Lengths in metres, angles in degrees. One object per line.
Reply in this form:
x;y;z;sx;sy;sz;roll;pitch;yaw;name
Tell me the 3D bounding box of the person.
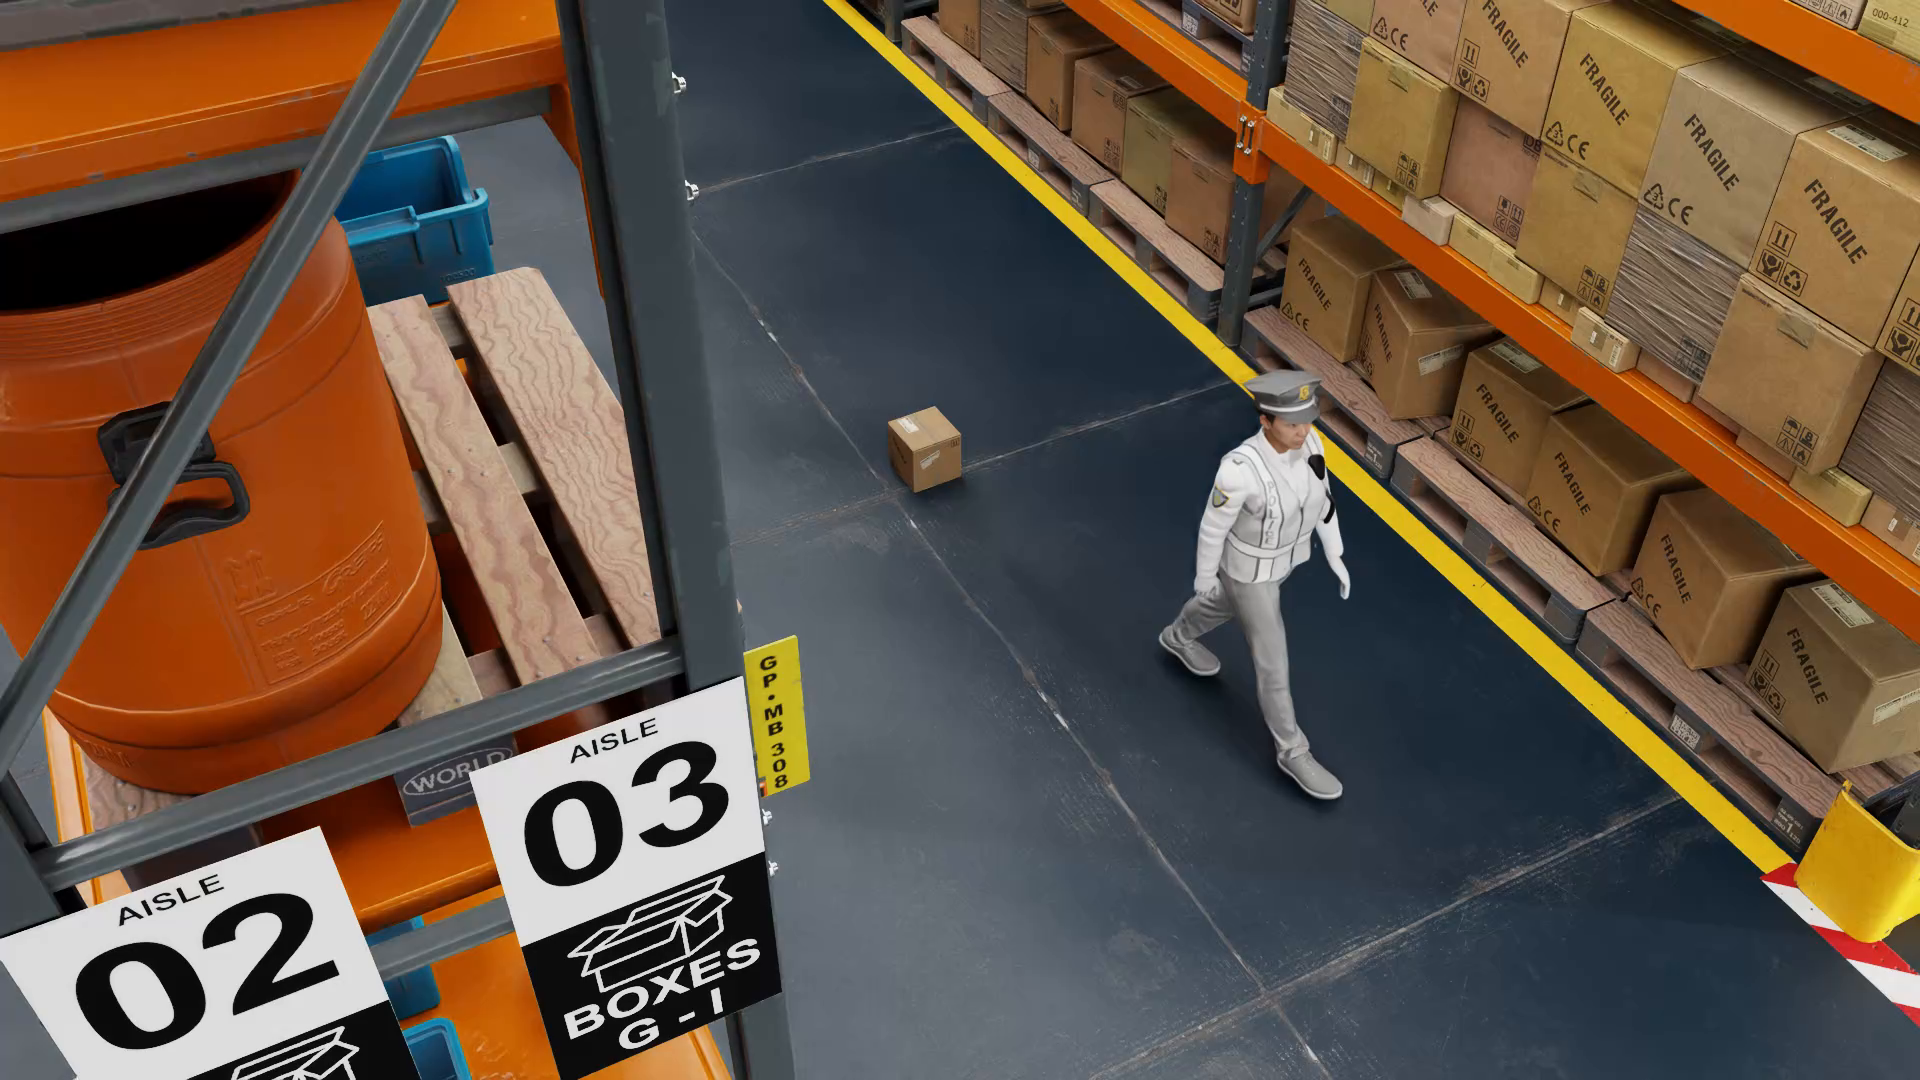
1.151;0.082;6.022;0.496;1.620;1.009;-31;50;-30;person
